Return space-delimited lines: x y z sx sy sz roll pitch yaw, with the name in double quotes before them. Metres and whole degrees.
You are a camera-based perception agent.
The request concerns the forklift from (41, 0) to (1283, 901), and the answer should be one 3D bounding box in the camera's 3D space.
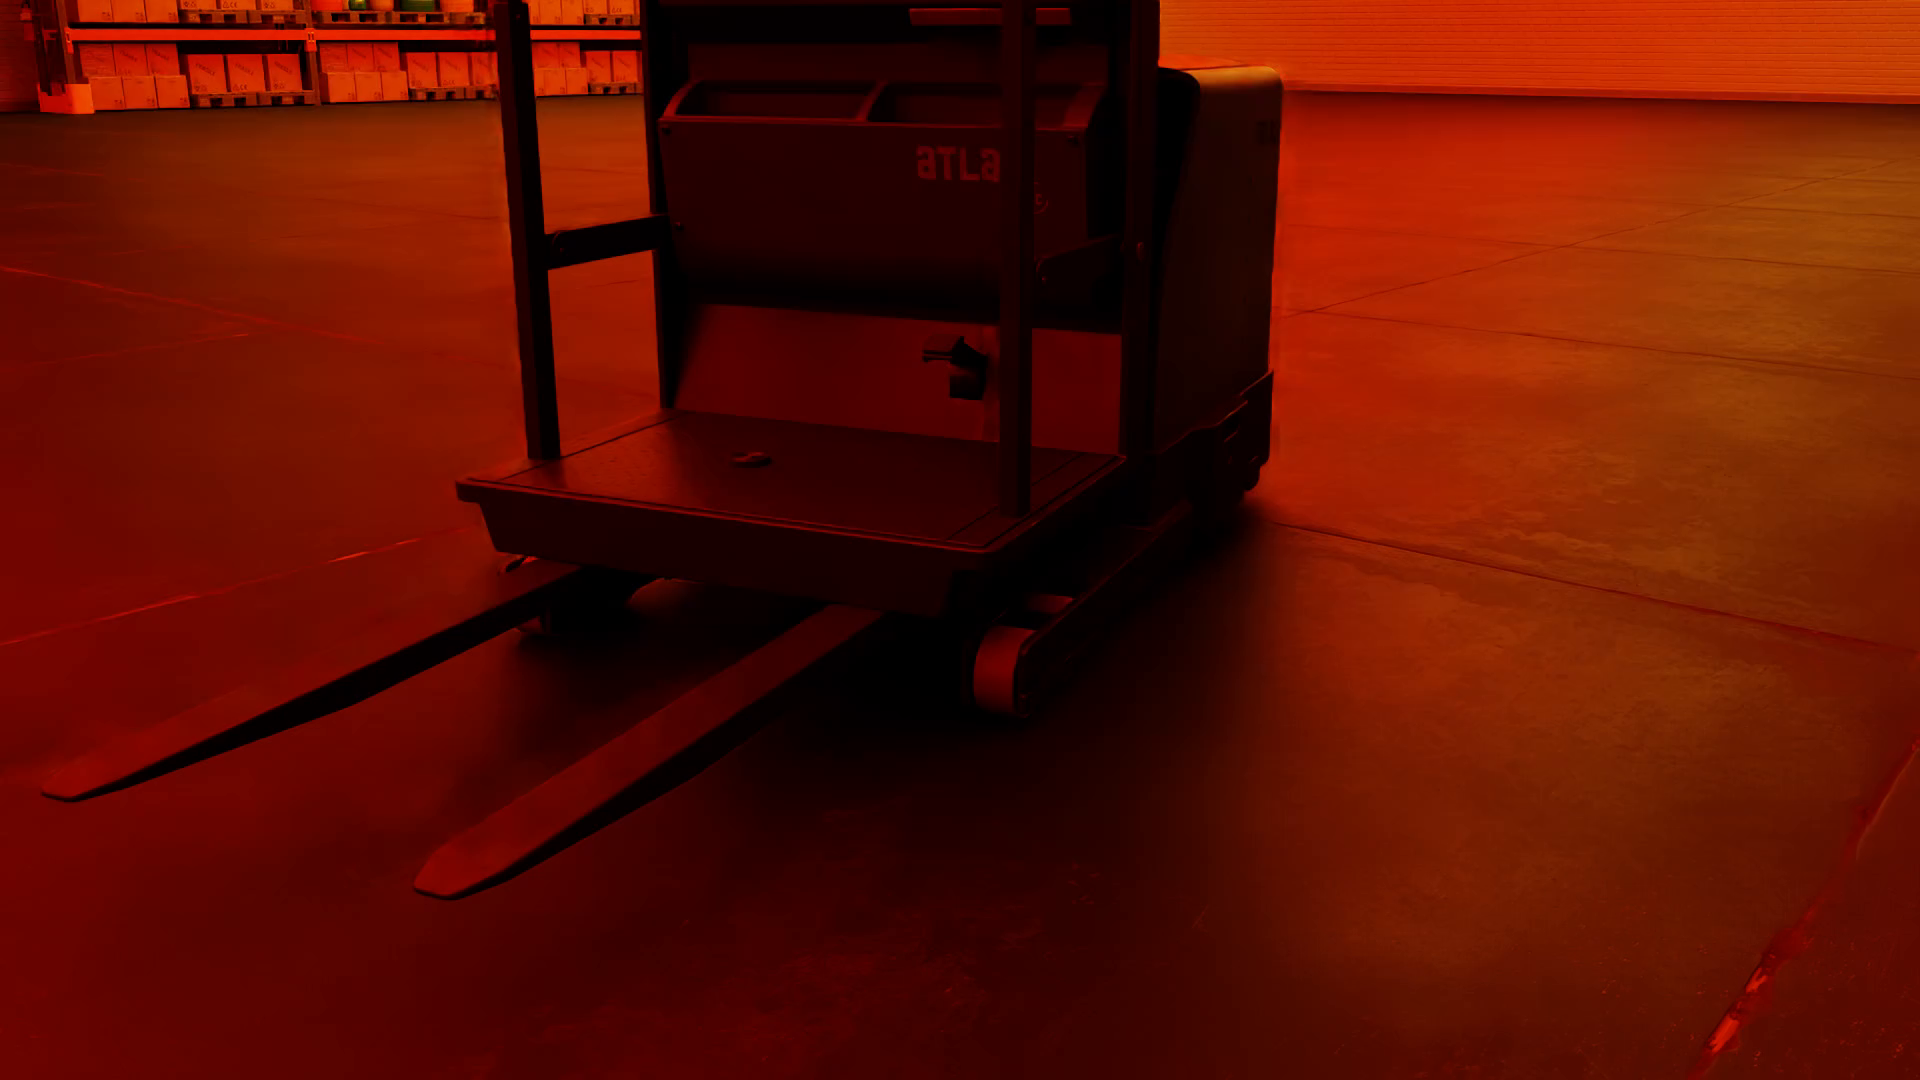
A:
"forklift" -0.250 -1.230 2.949 1.130 2.935 3.031 7 18 23
